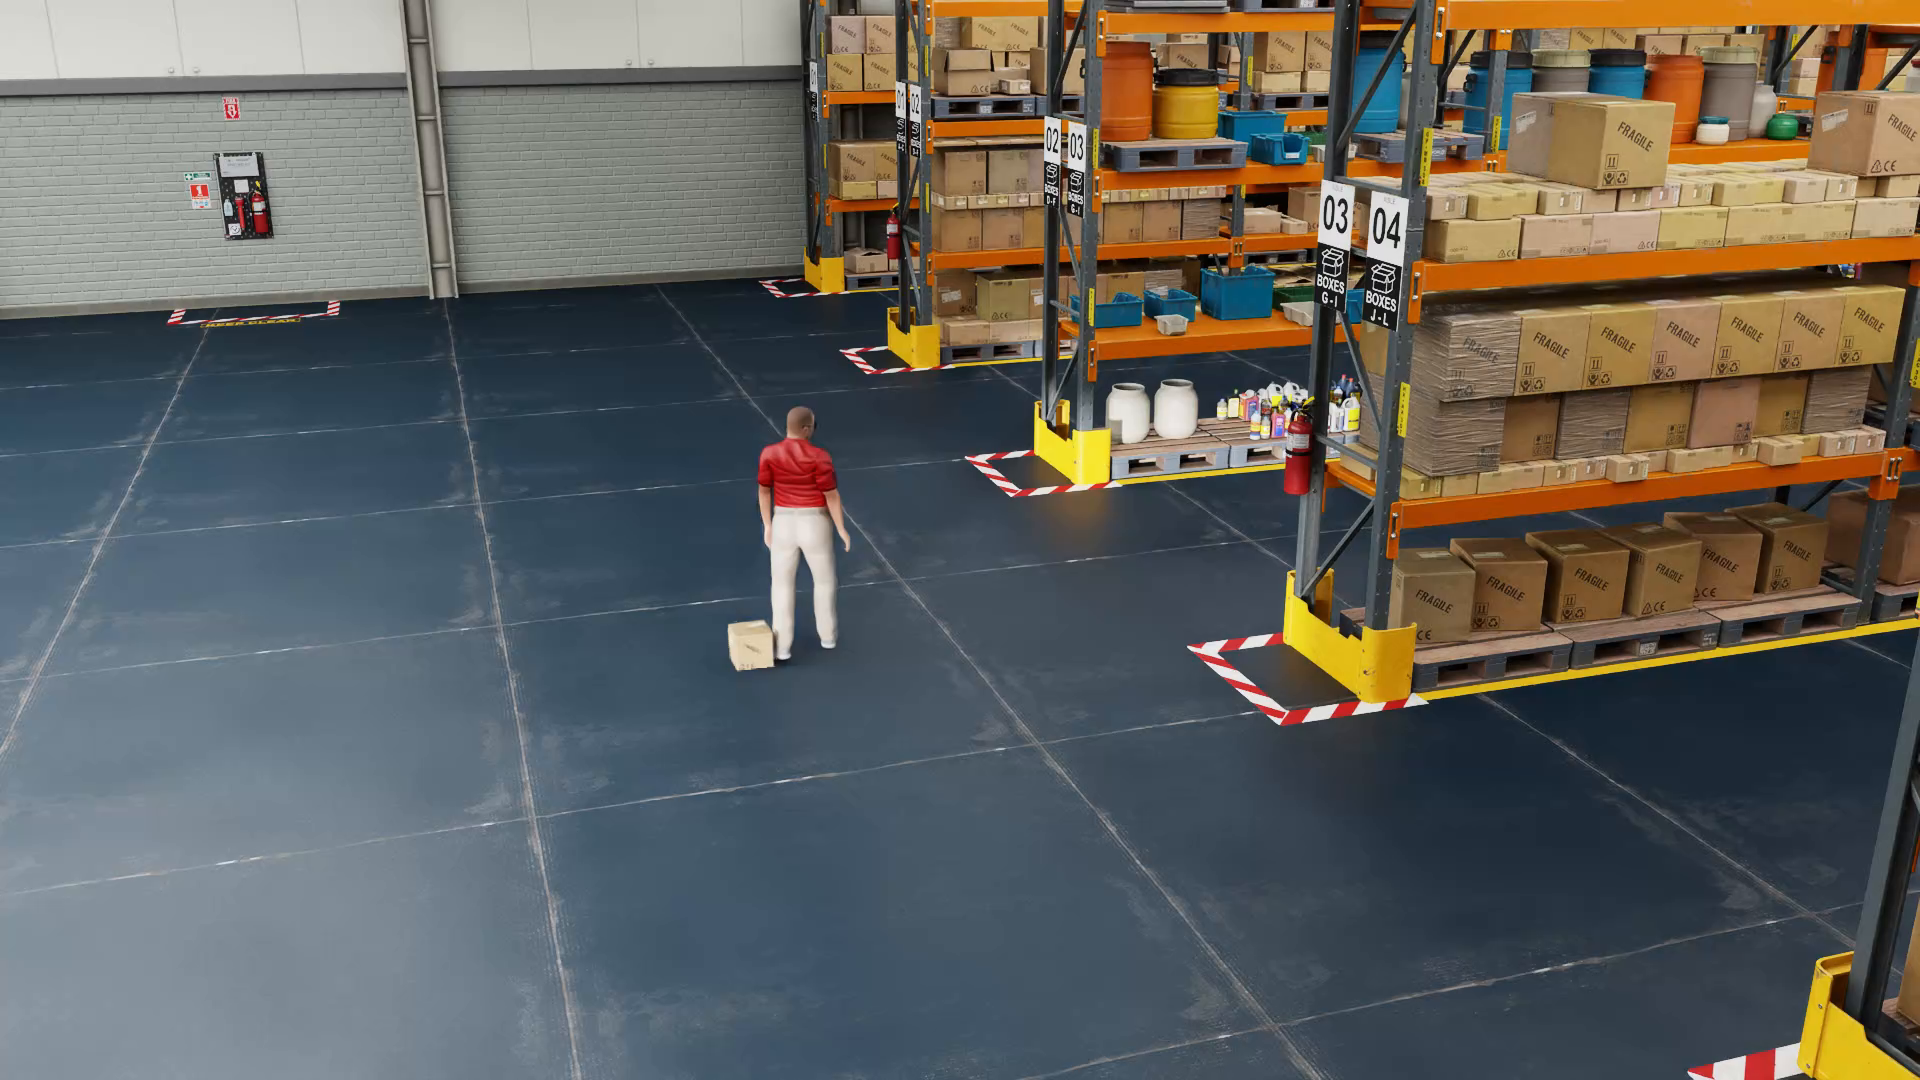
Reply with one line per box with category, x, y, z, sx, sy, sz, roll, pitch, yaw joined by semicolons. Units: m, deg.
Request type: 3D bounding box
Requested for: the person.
person;-1.042;-0.074;11.236;0.623;1.725;0.572;3;19;9
